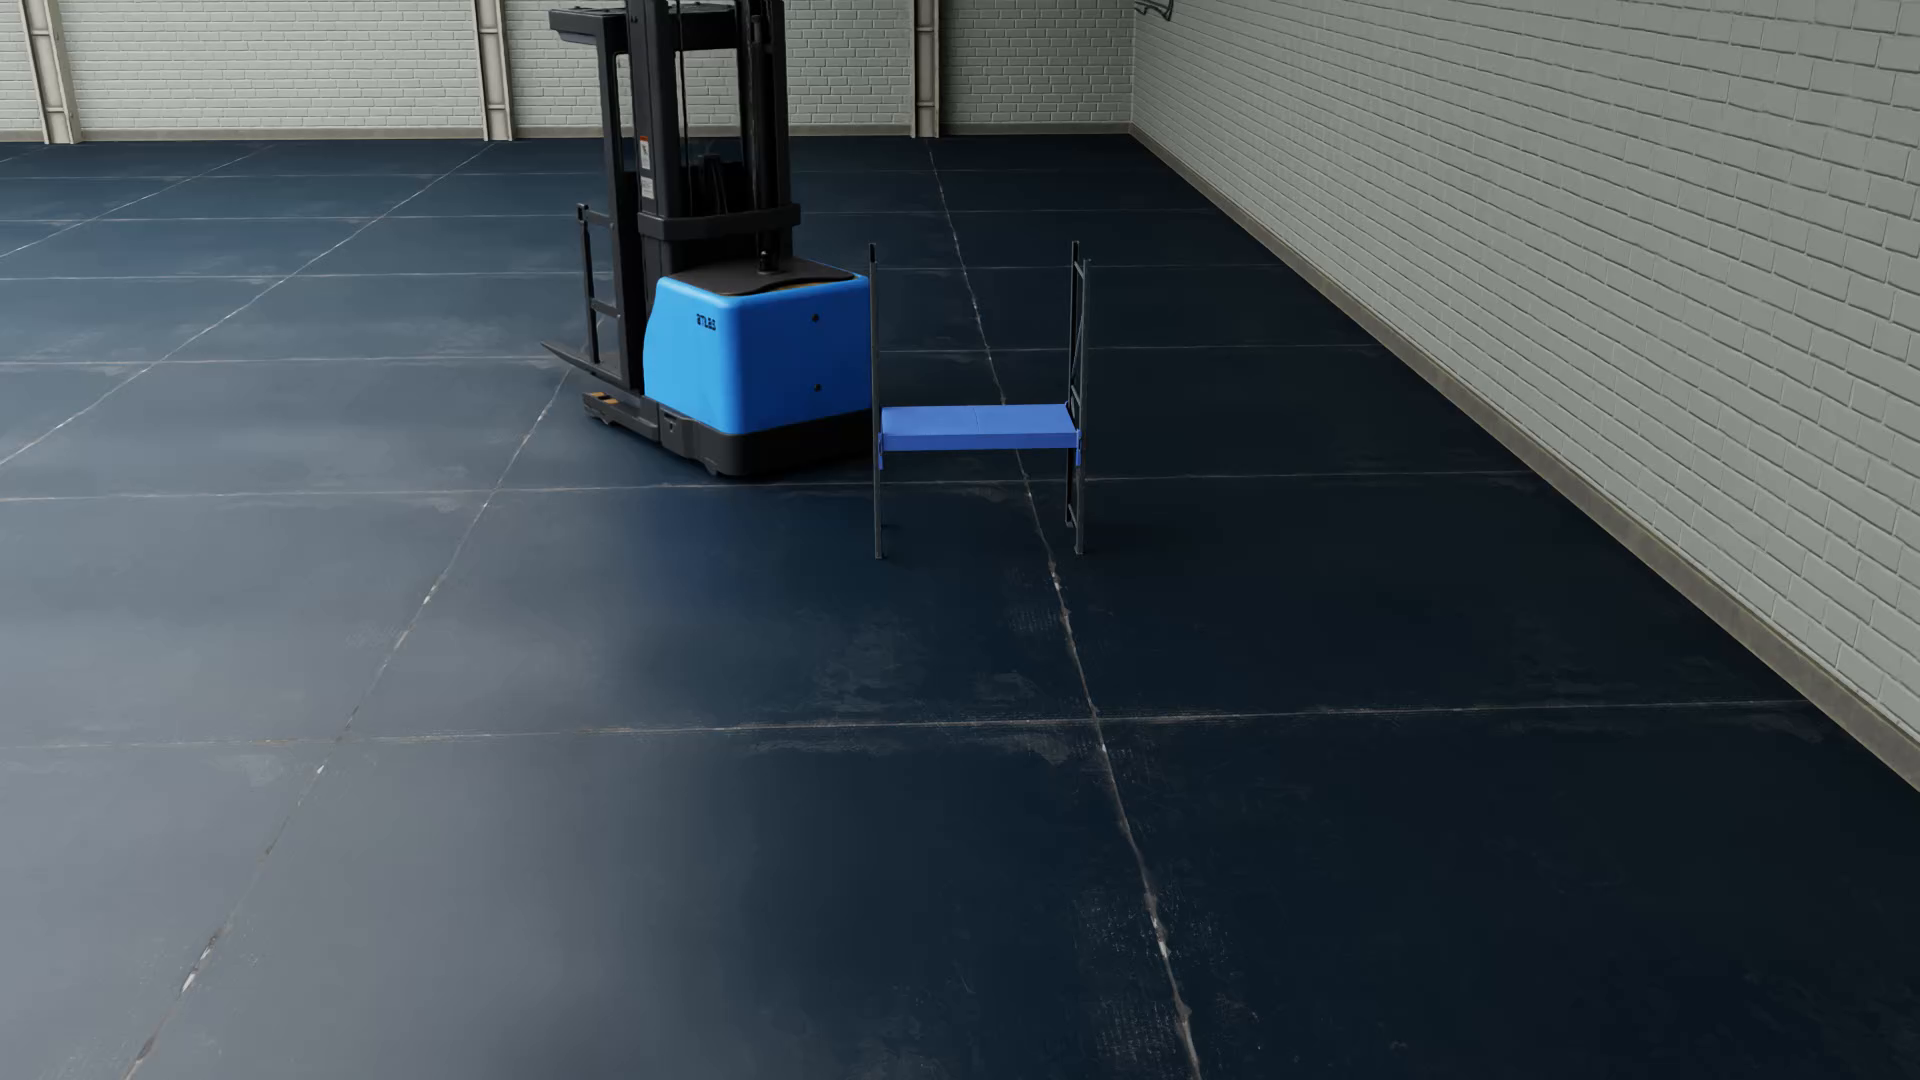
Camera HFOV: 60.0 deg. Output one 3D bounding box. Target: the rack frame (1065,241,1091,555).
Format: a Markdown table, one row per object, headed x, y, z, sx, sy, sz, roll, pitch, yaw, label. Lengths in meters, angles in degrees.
| x | y | z | sx | sy | sz | roll | pitch | yaw | label |
| --- | --- | --- | --- | --- | --- | --- | --- | --- | --- |
| 0.593 | -0.713 | 8.386 | 0.032 | 1.500 | 0.500 | -1 | 21 | -3 | rack frame |

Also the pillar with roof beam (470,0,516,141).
| x | y | z | sx | sy | sz | roll | pitch | yaw | label |
| --- | --- | --- | --- | --- | --- | --- | --- | --- | --- |
| -6.244 | -8.337 | 17.871 | 0.400 | 9.000 | 9.100 | -1 | 21 | -3 | pillar with roof beam |

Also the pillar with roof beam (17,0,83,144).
| x | y | z | sx | sy | sz | roll | pitch | yaw | label |
| --- | --- | --- | --- | --- | --- | --- | --- | --- | --- |
| -12.234 | -8.215 | 17.551 | 0.400 | 9.000 | 9.100 | -1 | 21 | -3 | pillar with roof beam |

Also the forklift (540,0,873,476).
| x | y | z | sx | sy | sz | roll | pitch | yaw | label |
| --- | --- | --- | --- | --- | --- | --- | --- | --- | --- |
| -1.765 | -2.191 | 10.256 | 1.130 | 2.935 | 3.031 | -15 | 25 | -34 | forklift |

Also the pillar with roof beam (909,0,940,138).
| x | y | z | sx | sy | sz | roll | pitch | yaw | label |
| --- | --- | --- | --- | --- | --- | --- | --- | --- | --- |
| -0.254 | -8.459 | 18.191 | 0.400 | 9.000 | 9.100 | -1 | 21 | -3 | pillar with roof beam |

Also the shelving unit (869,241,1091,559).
| x | y | z | sx | sy | sz | roll | pitch | yaw | label |
| --- | --- | --- | --- | --- | --- | --- | --- | --- | --- |
| 0.085 | -0.703 | 8.359 | 1.048 | 1.500 | 0.538 | -1 | 21 | -3 | shelving unit |

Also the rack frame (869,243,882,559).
| x | y | z | sx | sy | sz | roll | pitch | yaw | label |
| --- | --- | --- | --- | --- | --- | --- | --- | --- | --- |
| -0.422 | -0.692 | 8.332 | 0.032 | 1.500 | 0.500 | -1 | 21 | -3 | rack frame |

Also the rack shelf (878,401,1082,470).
| x | y | z | sx | sy | sz | roll | pitch | yaw | label |
| --- | --- | --- | --- | --- | --- | --- | --- | --- | --- |
| 0.085 | -0.535 | 8.423 | 1.000 | 0.185 | 0.538 | -1 | 21 | -3 | rack shelf |

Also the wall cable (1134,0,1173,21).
| x | y | z | sx | sy | sz | roll | pitch | yaw | label |
| --- | --- | --- | --- | --- | --- | --- | --- | --- | --- |
| 2.517 | -8.127 | 21.684 | 0.112 | 2.526 | 3.097 | -1 | 21 | -3 | wall cable |
